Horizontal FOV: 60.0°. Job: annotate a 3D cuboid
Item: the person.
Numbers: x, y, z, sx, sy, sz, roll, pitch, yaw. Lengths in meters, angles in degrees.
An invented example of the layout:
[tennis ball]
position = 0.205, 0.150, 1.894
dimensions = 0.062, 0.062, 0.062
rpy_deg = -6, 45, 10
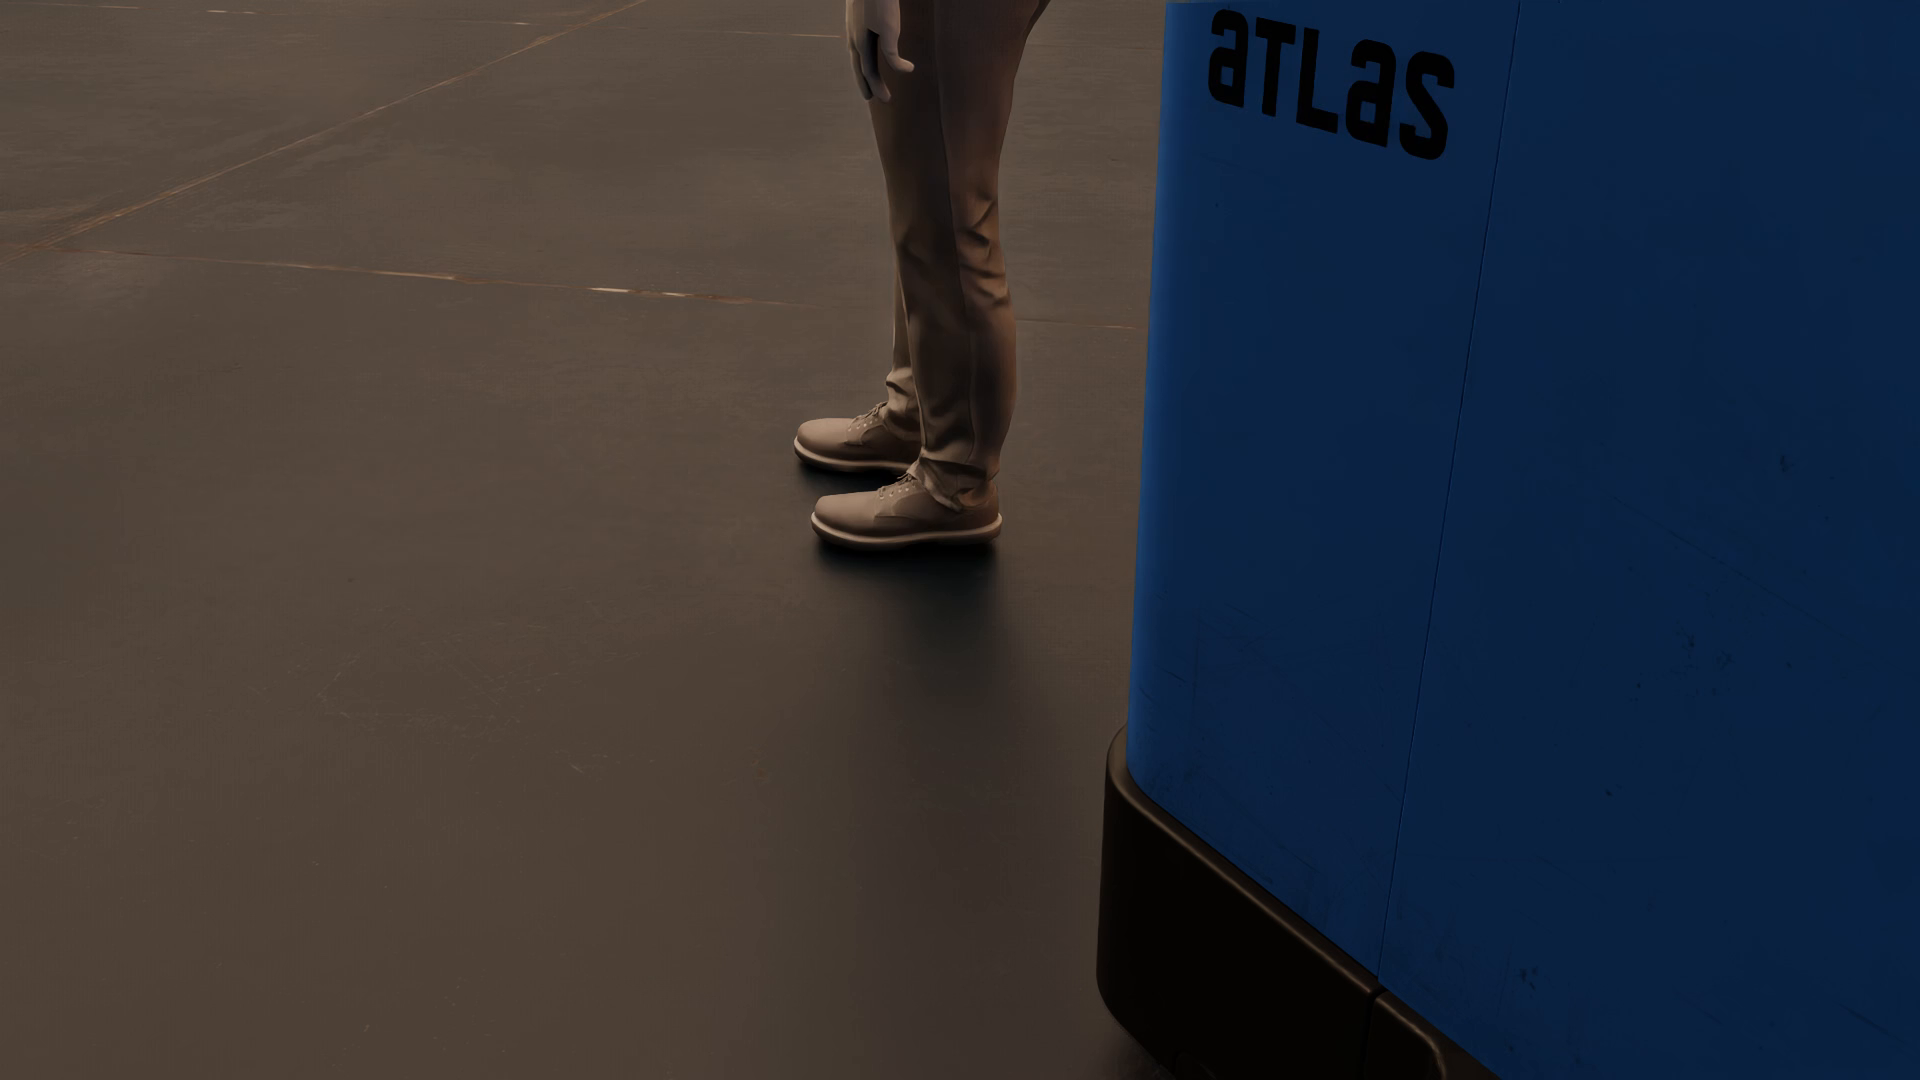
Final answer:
[person]
position = -0.066, -0.773, 2.135
dimensions = 0.530, 1.694, 0.586
rpy_deg = 6, 27, 11
